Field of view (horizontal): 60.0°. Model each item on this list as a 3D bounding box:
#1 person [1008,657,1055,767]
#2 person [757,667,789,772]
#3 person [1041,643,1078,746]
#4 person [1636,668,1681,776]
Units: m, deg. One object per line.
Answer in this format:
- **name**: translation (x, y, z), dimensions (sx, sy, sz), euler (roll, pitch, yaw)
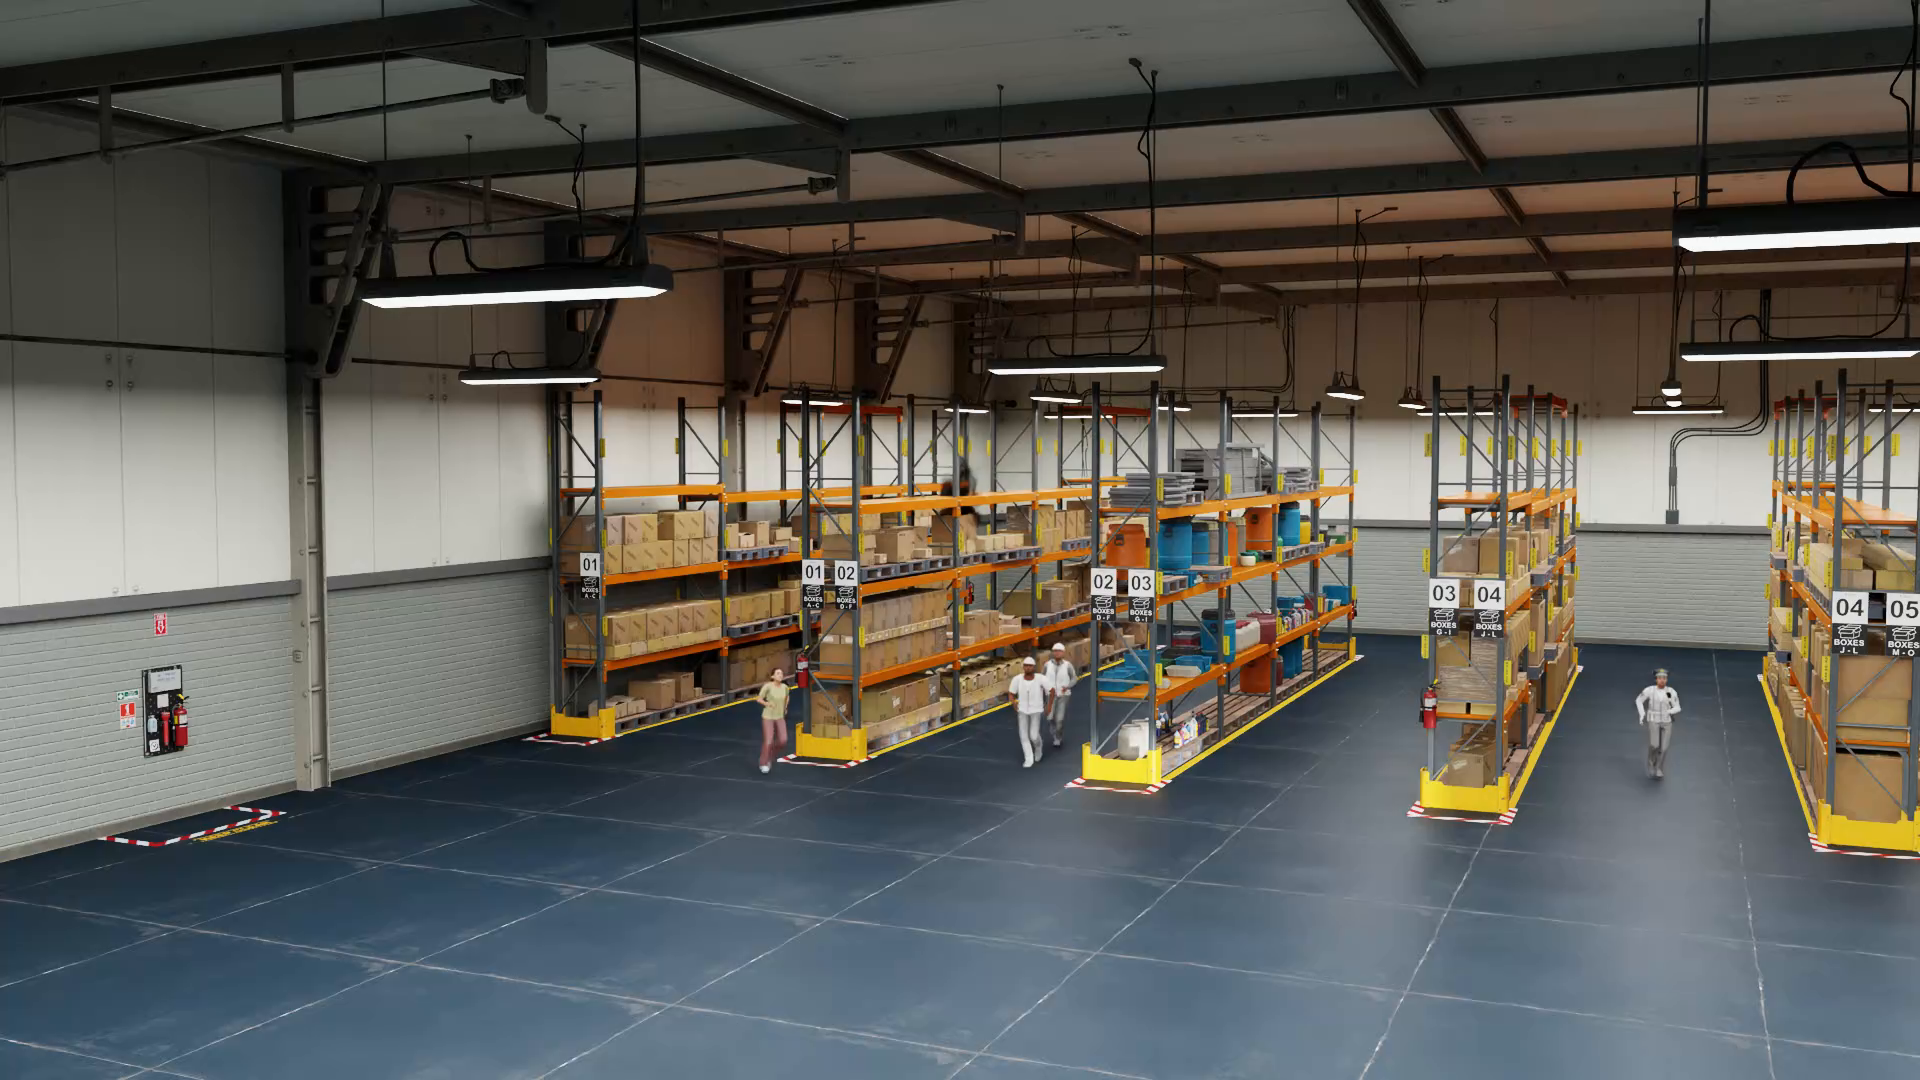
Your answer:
- **person**: translation (1.105, 2.696, 26.104), dimensions (0.733, 1.727, 0.601), euler (1, 3, 12)
- **person**: translation (-2.834, 2.767, 25.694), dimensions (0.593, 1.624, 0.564), euler (-2, 4, -30)
- **person**: translation (1.645, 2.598, 27.983), dimensions (0.658, 1.726, 0.582), euler (1, 3, 12)
- **person**: translation (10.570, 2.767, 25.132), dimensions (0.593, 1.660, 0.616), euler (1, 3, 13)
